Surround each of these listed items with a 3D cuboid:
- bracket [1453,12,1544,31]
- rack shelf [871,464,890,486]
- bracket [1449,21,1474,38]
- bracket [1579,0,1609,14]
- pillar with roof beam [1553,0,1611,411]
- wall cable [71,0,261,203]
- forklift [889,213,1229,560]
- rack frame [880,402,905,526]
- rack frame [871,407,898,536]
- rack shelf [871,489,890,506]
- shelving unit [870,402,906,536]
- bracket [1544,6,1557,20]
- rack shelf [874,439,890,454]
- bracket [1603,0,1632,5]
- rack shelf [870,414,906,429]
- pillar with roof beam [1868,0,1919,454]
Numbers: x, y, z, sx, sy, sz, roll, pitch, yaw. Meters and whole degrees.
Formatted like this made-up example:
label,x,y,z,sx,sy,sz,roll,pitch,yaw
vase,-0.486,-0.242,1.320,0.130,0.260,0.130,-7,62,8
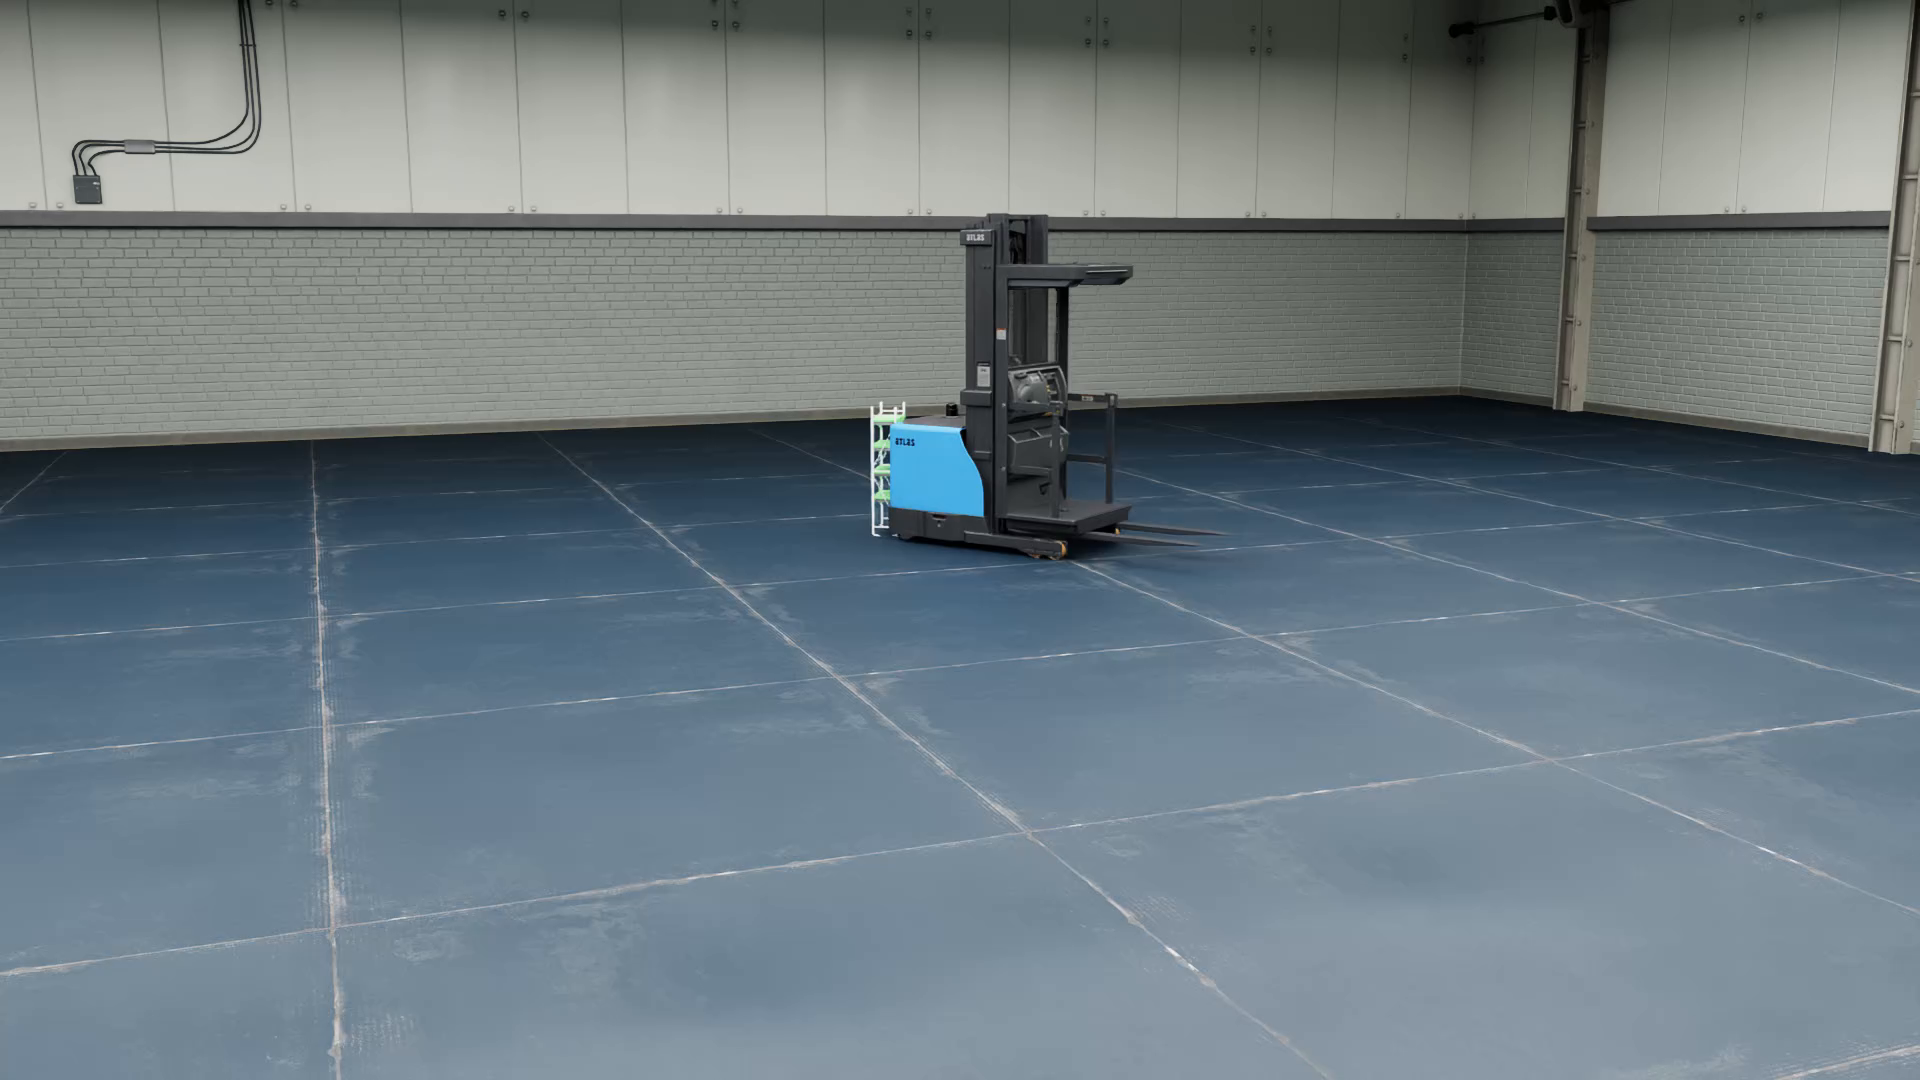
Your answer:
label,x,y,z,sx,sy,sz,roll,pitch,yaw
bracket,8.830,-8.665,27.991,0.076,0.066,3.189,-4,11,-21
rack shelf,-0.669,-0.611,15.625,0.258,0.148,0.480,1,10,7
bracket,8.616,-8.762,28.533,0.235,0.232,0.430,-4,11,-21
bracket,9.775,-8.239,25.597,0.235,0.232,0.430,-4,11,-21
pillar with roof beam,5.943,-6.284,24.884,9.100,9.000,0.548,-4,11,-21
wall cable,-10.384,-7.397,21.431,2.305,6.003,0.169,-4,11,-21
forklift,0.862,-1.375,14.610,3.031,2.935,1.130,6,12,32
rack frame,-0.639,-0.716,15.852,0.240,1.200,0.015,1,10,7
rack frame,-0.699,-0.632,15.375,0.240,1.200,0.015,1,10,7
rack shelf,-0.669,-0.375,15.667,0.258,0.148,0.480,1,10,7
shelving unit,-0.669,-0.674,15.613,0.258,1.200,0.503,1,10,7
bracket,9.475,-8.375,26.358,0.235,0.232,0.430,-4,11,-21
rack shelf,-0.669,-0.847,15.583,0.258,0.148,0.480,1,10,7
bracket,10.709,-7.819,23.232,0.076,0.066,4.783,-4,11,-21
rack shelf,-0.669,-1.084,15.541,0.258,0.148,0.480,1,10,7
pillar with roof beam,8.118,-5.305,19.378,9.100,9.000,0.400,-4,11,-21
